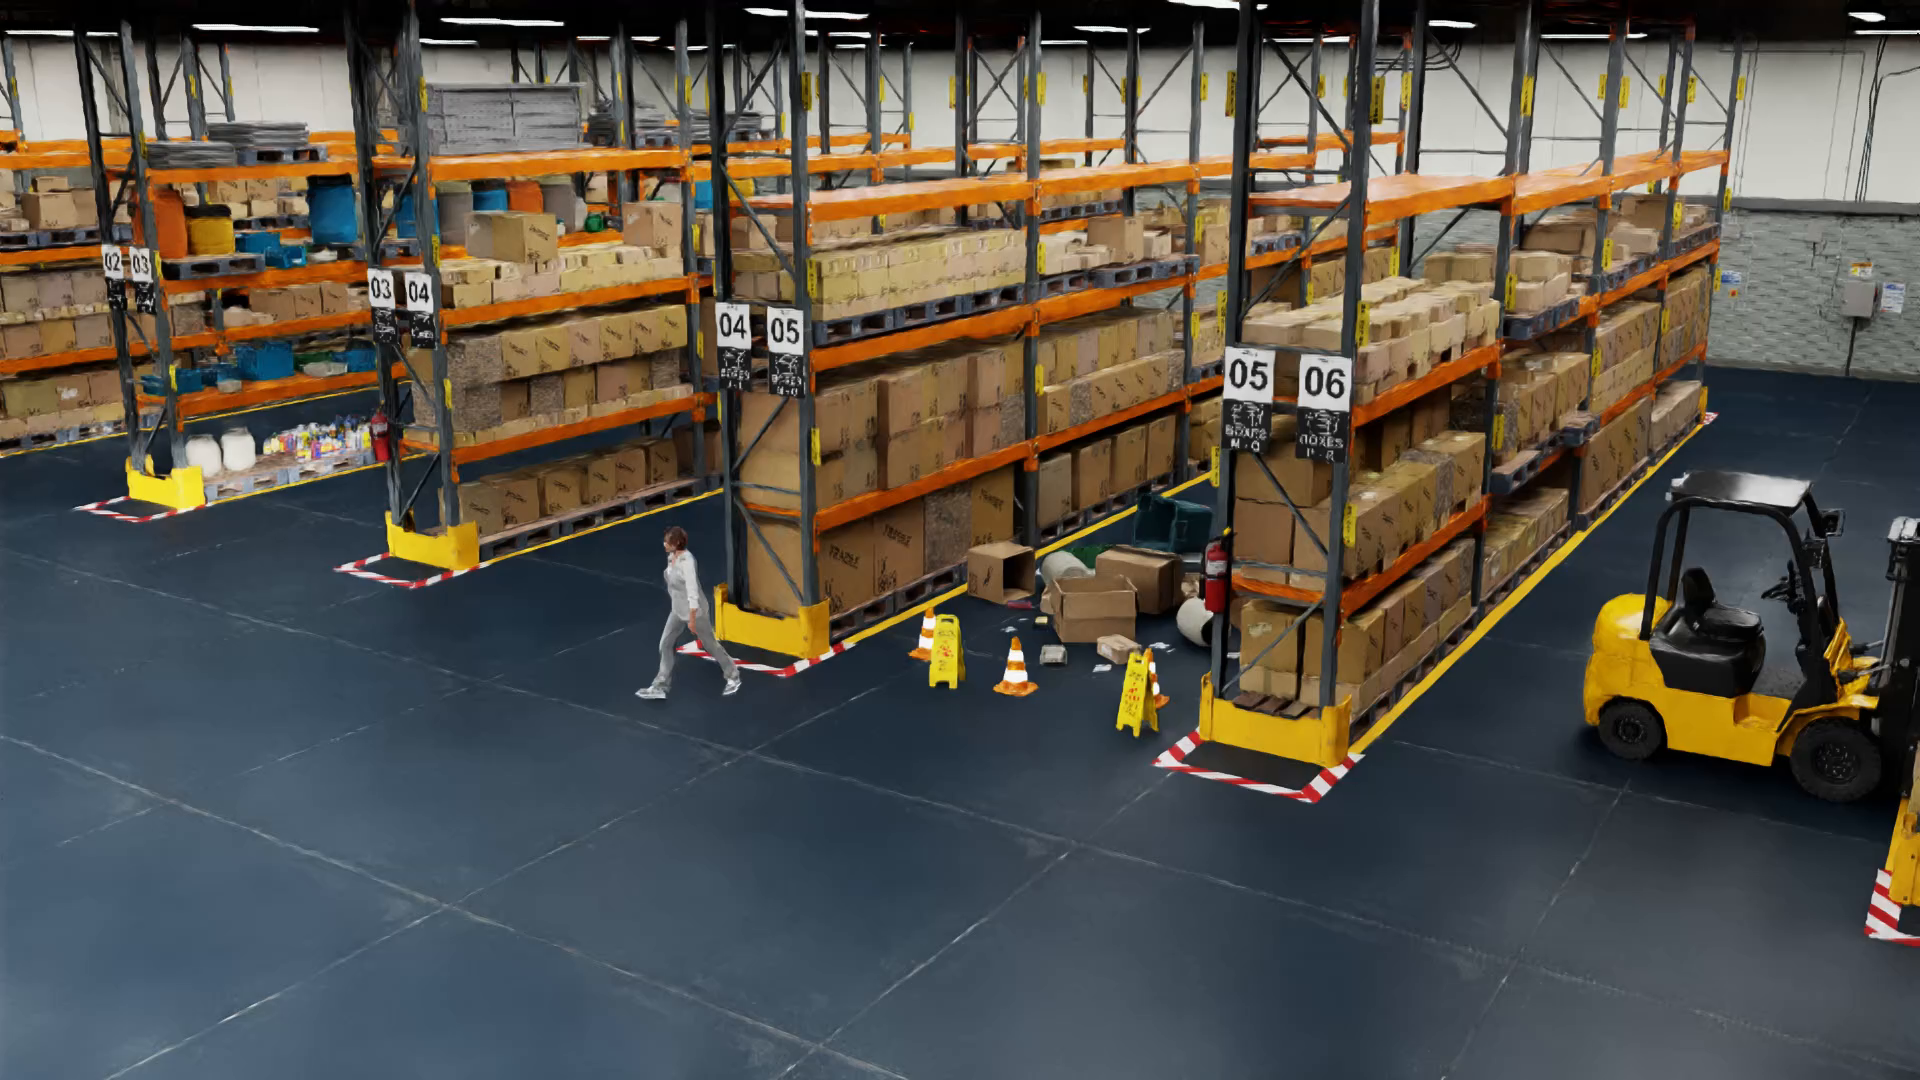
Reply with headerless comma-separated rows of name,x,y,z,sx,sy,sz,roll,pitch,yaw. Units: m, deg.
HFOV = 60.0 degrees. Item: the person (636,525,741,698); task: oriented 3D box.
person,-2.316,0.610,14.147,0.884,1.543,0.457,-10,18,-32
